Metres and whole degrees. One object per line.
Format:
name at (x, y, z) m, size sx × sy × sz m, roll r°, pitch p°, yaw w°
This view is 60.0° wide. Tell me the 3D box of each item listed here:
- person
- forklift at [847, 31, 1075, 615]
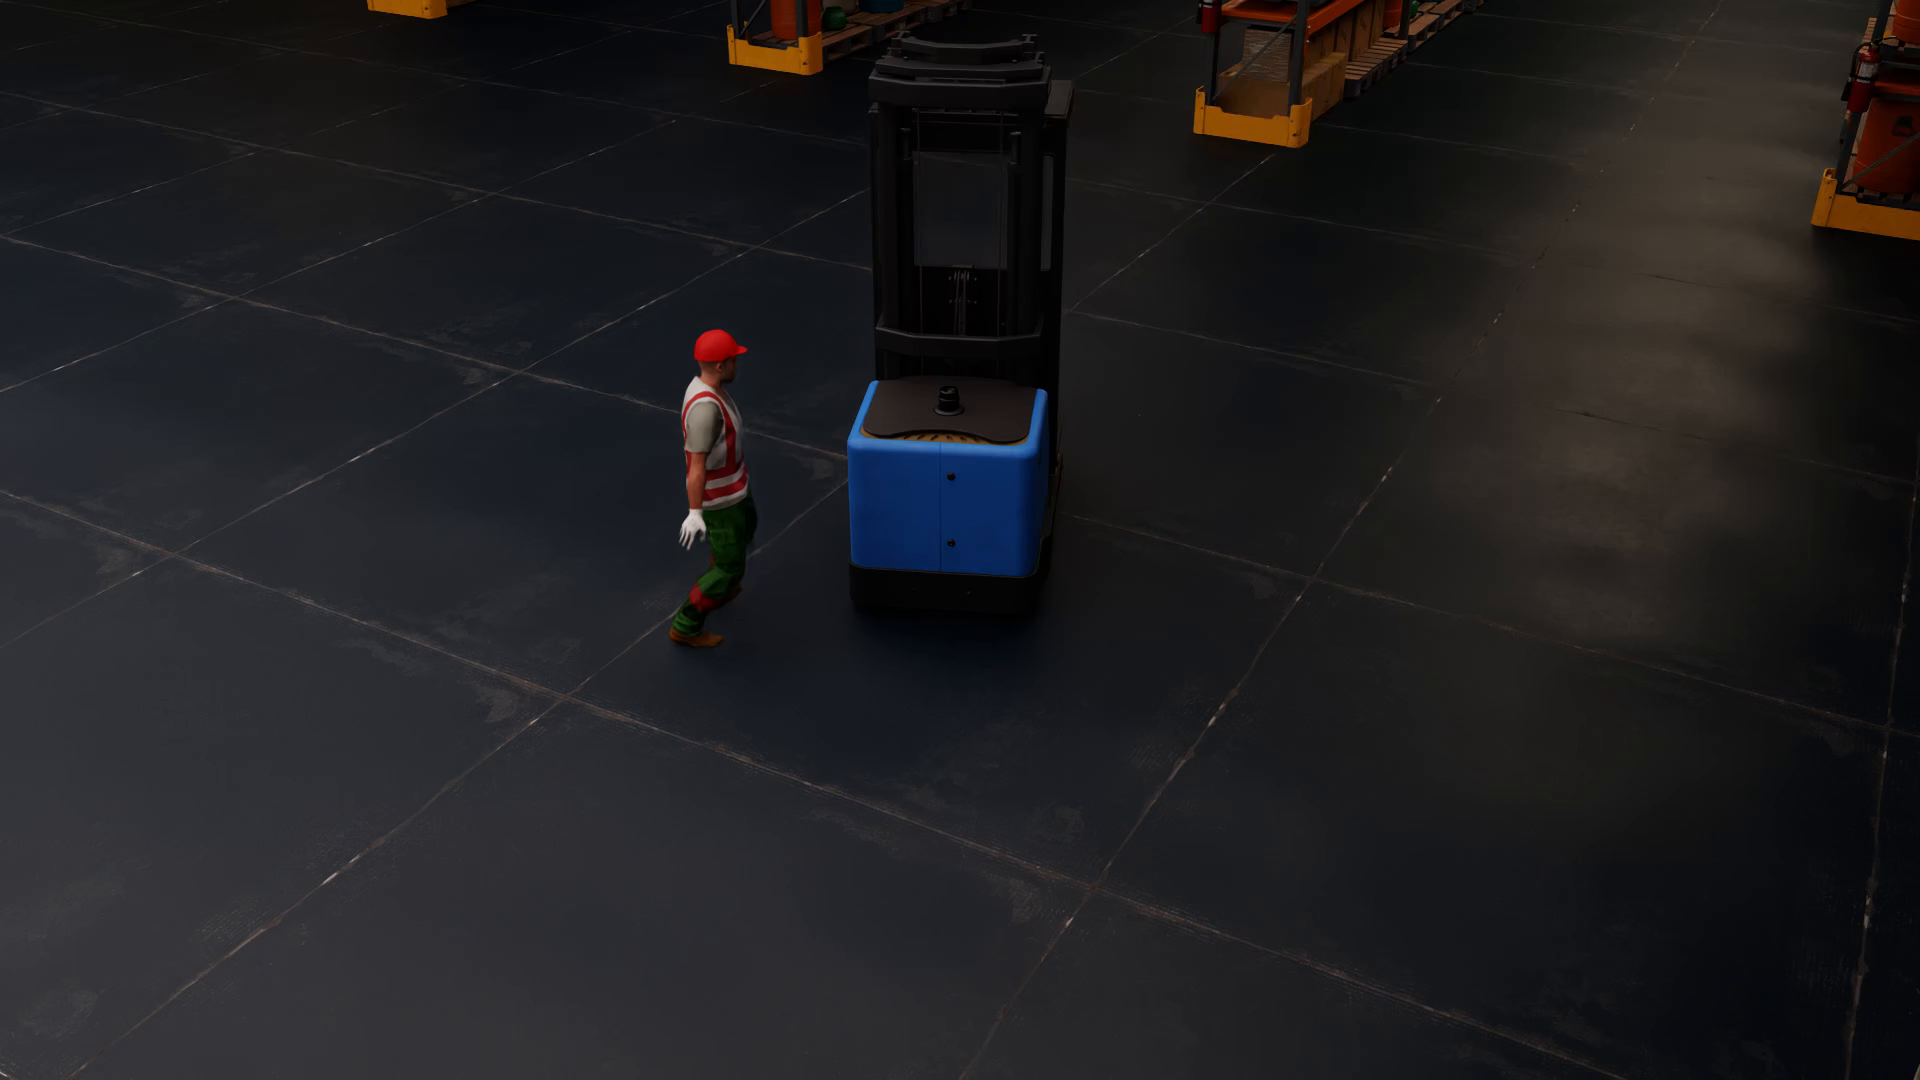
person at (-1.332, -0.239, 8.739) m, size 0.503 × 1.734 × 0.894 m, roll -1°, pitch 30°, yaw -3°
forklift at (0.072, -1.572, 9.794) m, size 1.130 × 2.935 × 3.031 m, roll 3°, pitch 30°, yaw 6°
